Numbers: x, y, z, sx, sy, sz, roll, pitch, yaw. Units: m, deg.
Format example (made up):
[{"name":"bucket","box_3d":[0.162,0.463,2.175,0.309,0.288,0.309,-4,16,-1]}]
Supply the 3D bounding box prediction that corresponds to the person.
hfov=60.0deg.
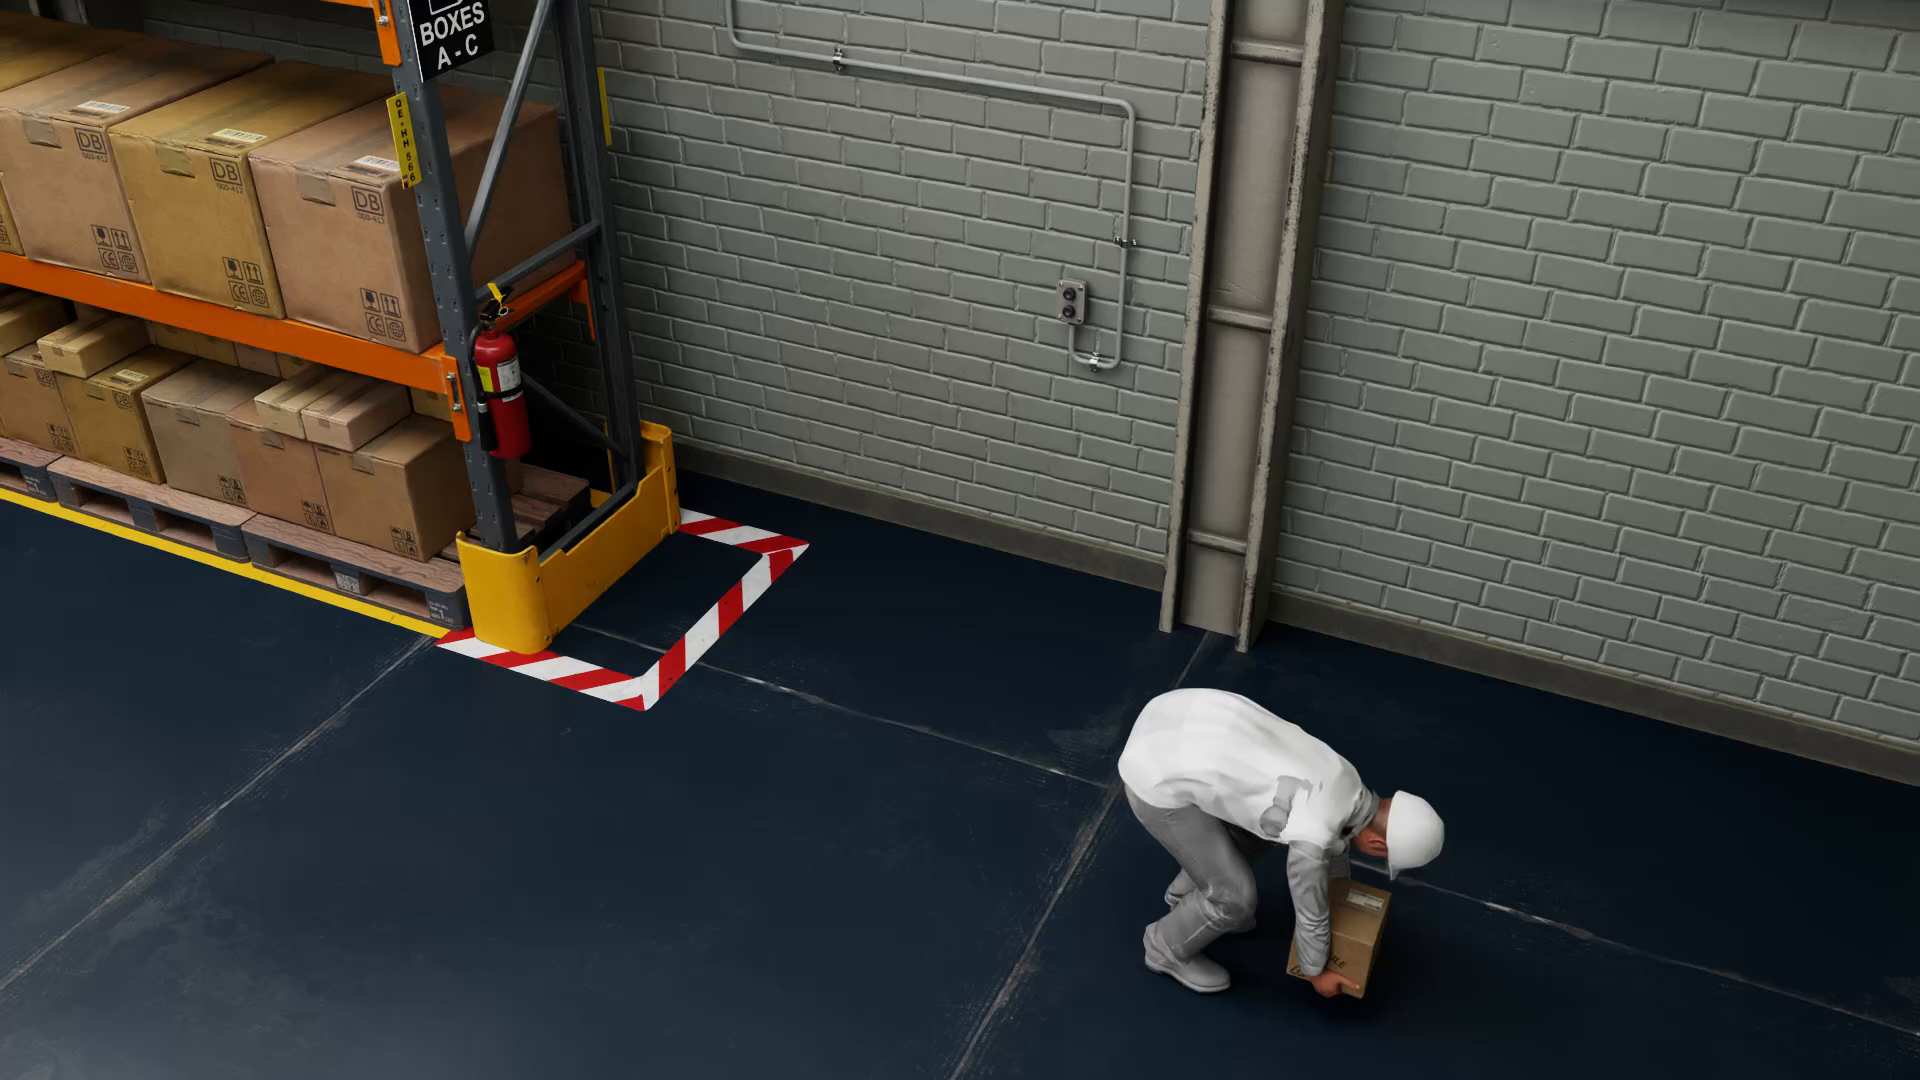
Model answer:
[{"name":"person","box_3d":[0.996,0.989,5.296,1.002,1.028,0.500,13,35,18]}]
